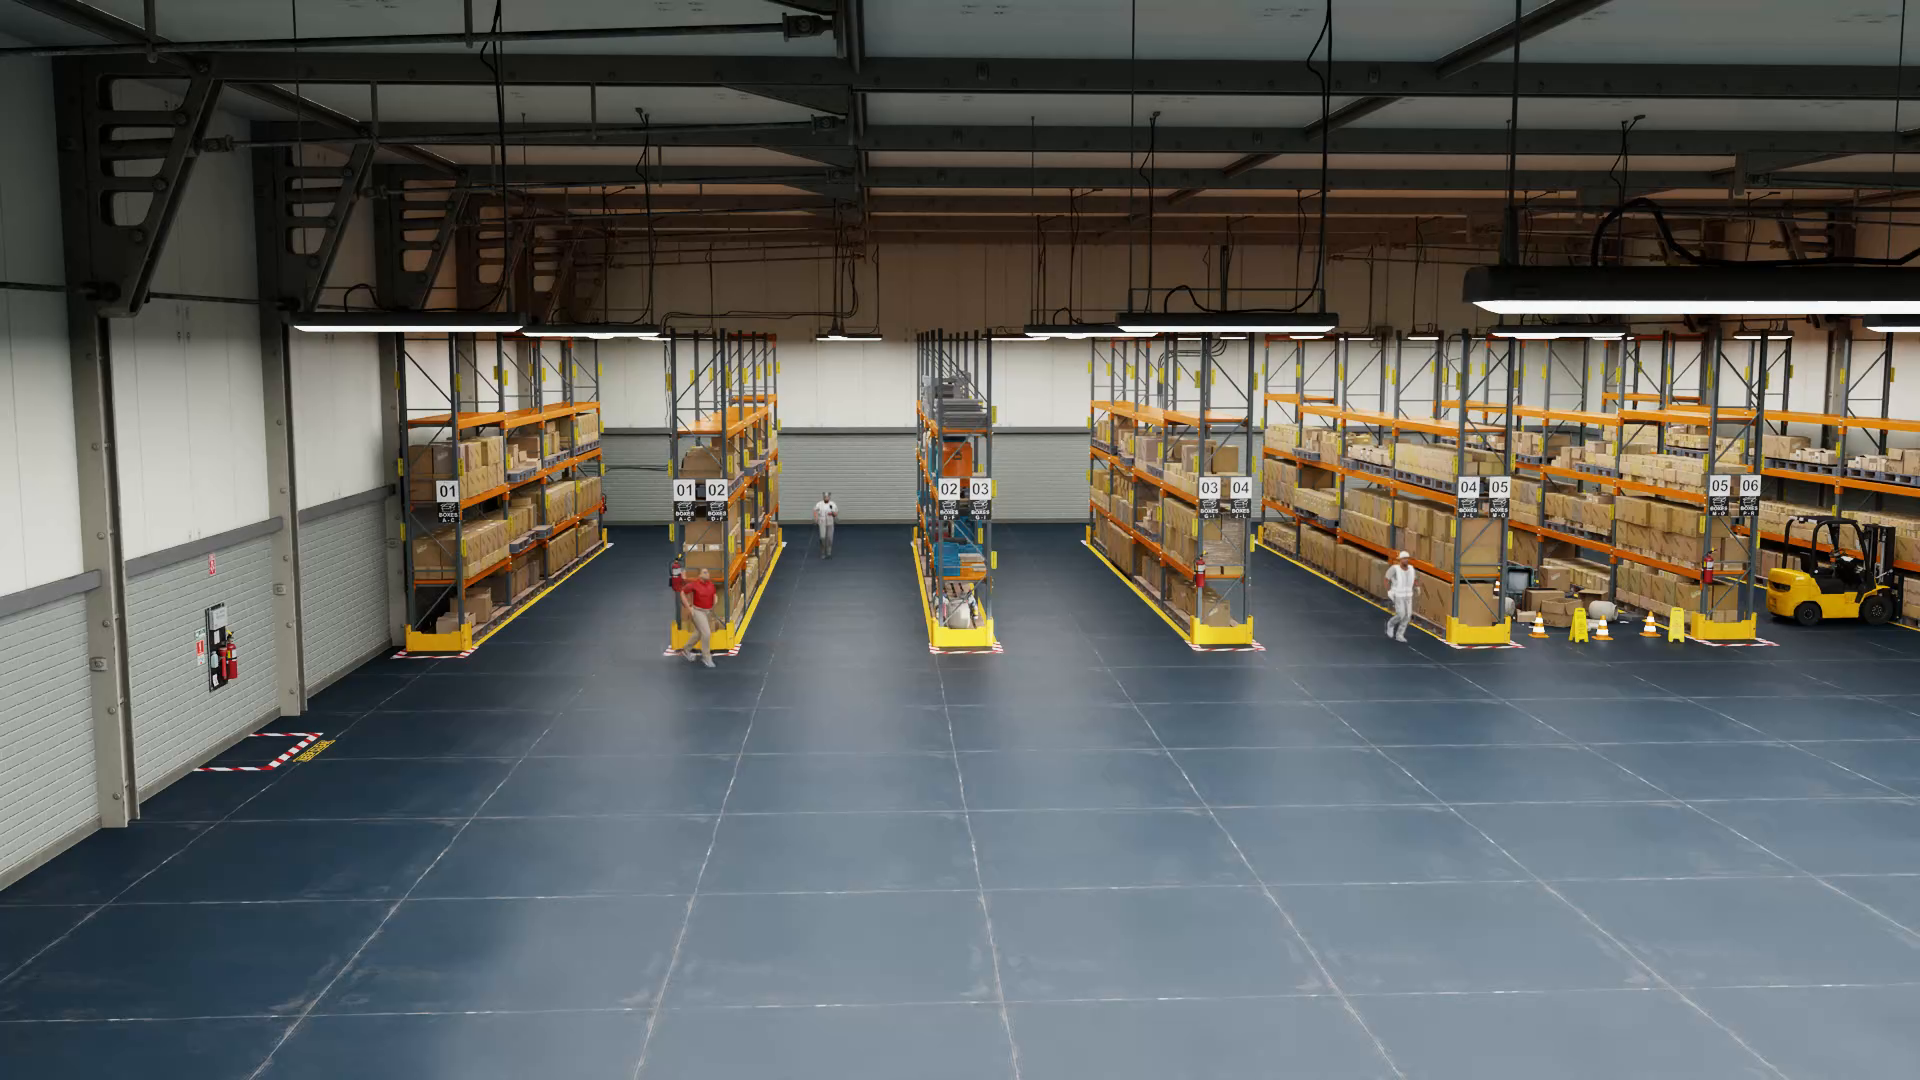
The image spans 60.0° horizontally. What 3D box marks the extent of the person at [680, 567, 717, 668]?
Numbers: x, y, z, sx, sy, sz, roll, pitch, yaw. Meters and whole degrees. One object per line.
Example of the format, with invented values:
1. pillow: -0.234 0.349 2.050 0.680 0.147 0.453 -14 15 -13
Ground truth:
1. person: -4.618 1.361 29.754 0.853 1.764 0.658 4 8 28

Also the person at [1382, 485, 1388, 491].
1. person: 12.565 -0.926 49.411 0.534 1.679 0.688 0 7 -2

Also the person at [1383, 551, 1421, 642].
1. person: 8.547 1.089 32.026 0.695 1.746 0.541 -2 7 -19

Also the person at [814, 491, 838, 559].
1. person: -3.580 -0.389 44.516 0.635 1.850 0.769 -1 7 -9
